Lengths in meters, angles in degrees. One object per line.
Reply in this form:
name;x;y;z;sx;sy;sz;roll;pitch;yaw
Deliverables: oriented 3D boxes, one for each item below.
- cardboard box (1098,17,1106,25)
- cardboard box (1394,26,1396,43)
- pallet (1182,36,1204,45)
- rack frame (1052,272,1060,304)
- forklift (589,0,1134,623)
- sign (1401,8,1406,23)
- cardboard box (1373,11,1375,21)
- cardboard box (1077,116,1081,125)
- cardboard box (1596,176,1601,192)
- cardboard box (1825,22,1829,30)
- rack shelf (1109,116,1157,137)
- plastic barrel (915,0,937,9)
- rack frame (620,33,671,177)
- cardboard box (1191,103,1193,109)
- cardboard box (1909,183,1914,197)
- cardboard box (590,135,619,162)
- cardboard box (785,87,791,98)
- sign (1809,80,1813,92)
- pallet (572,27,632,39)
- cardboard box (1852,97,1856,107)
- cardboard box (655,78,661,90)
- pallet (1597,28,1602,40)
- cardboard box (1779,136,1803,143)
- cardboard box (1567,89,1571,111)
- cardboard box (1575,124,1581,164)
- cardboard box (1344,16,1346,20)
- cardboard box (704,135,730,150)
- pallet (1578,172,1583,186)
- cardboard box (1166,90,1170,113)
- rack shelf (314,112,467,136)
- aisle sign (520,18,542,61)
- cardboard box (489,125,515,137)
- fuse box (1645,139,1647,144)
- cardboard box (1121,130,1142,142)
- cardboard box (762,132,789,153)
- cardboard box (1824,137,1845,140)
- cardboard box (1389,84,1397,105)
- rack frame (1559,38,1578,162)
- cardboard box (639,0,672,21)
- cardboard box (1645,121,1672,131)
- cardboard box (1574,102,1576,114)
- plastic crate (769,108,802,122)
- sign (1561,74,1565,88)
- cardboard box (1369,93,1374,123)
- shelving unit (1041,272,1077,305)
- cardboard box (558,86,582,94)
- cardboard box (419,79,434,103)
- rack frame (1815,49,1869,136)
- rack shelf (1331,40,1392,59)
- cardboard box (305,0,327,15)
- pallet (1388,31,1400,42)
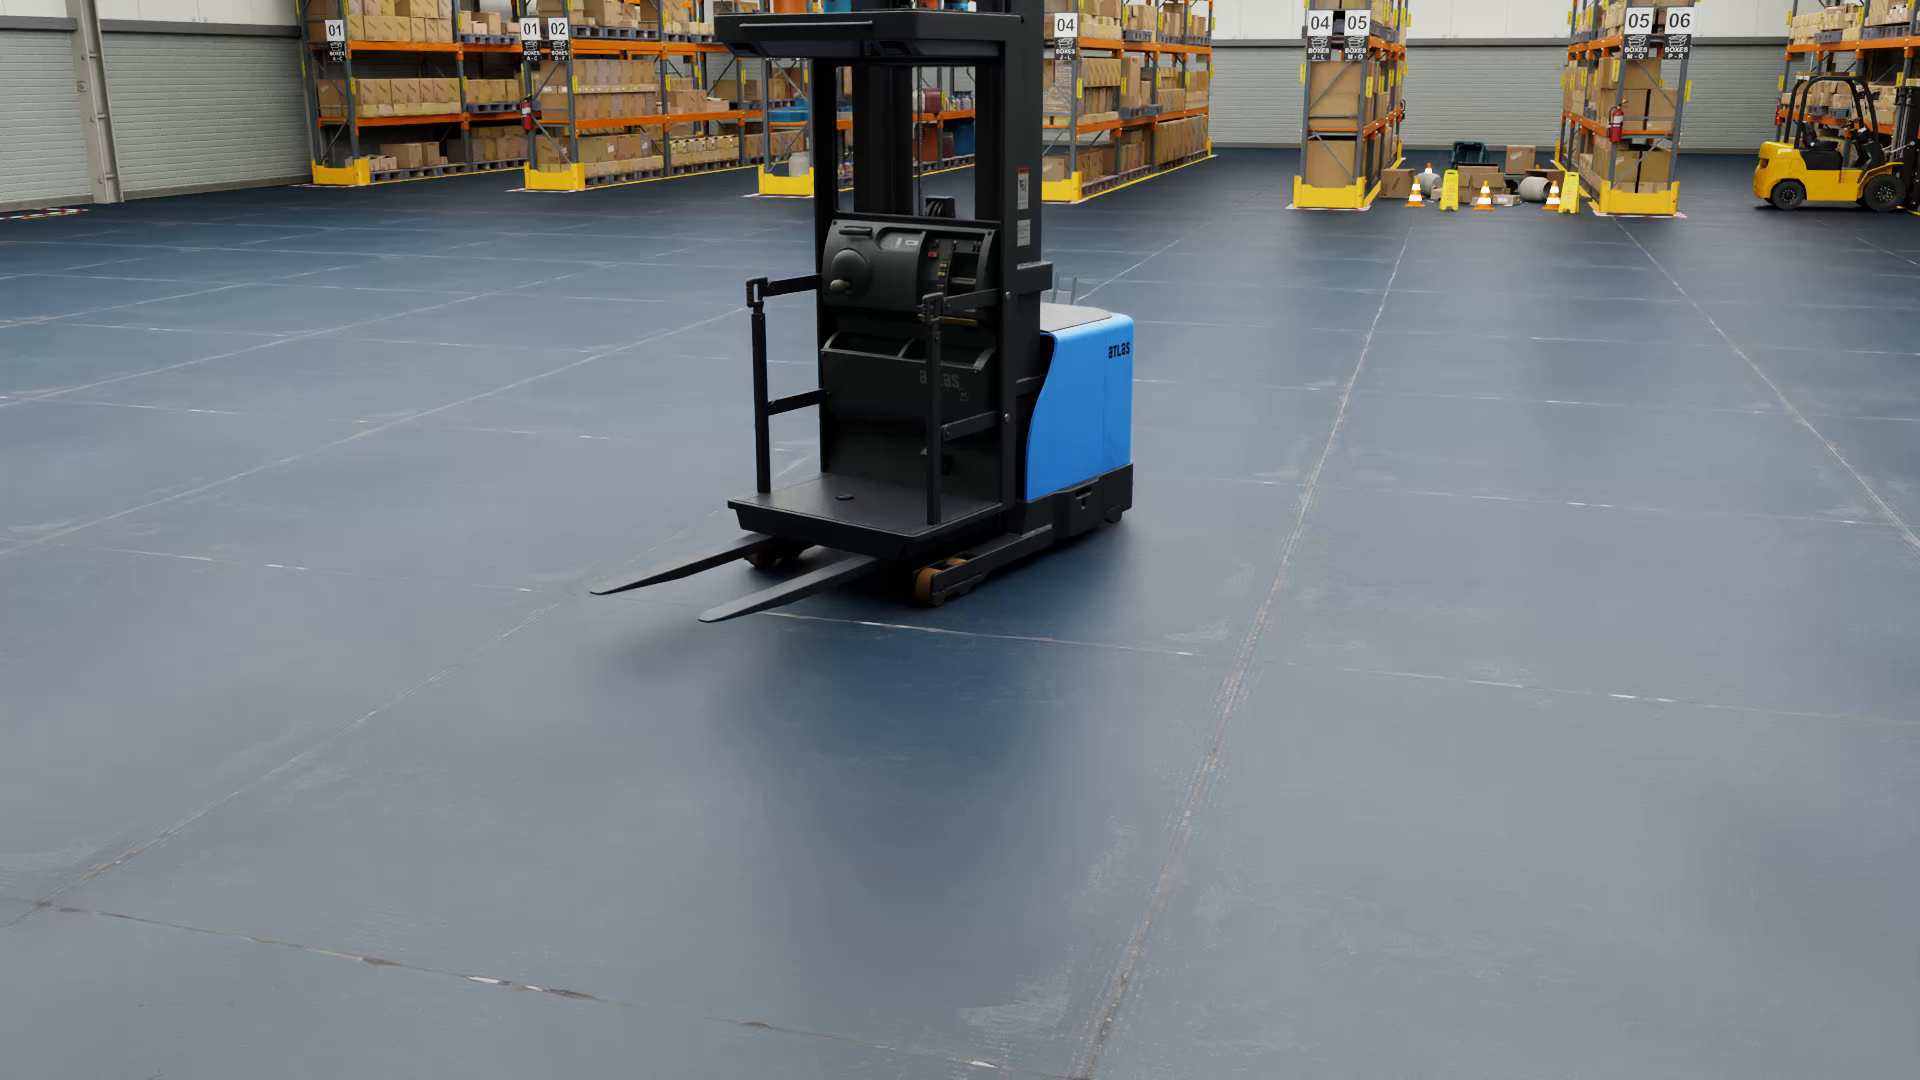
cardboard box;2.526;-9.719;31.143;0.380;0.149;0.250;5;17;18
cardboard box;9.264;-11.126;36.380;0.500;0.500;0.500;5;16;16
pallet;5.575;-12.633;42.038;1.003;0.211;1.213;5;16;16
rack frame;0.359;-0.881;9.133;0.240;1.200;0.006;11;6;35
forklift;-0.364;-1.270;7.436;1.130;2.935;3.031;11;19;34
sign;10.244;-12.130;38.430;0.100;0.325;0.005;5;16;16
cardboard box;6.920;-8.987;28.526;0.380;0.149;0.250;5;17;16
cardboard box;1.973;-7.561;29.950;0.380;0.149;0.250;5;16;16
cardboard box;11.345;-6.177;28.881;0.500;0.250;0.500;4;16;14
cardboard box;18.541;-10.876;35.186;0.380;0.149;0.250;5;17;17
rack shelf;3.279;-8.786;35.125;1.077;0.370;4.000;5;16;16
plastic barrel;-0.737;-12.039;38.224;0.600;0.830;0.708;5;16;16
rack frame;-6.786;-9.378;35.894;1.000;3.000;0.127;5;16;16
cardboard box;5.609;-10.839;41.506;0.380;0.149;0.250;4;16;14
cardboard box;16.093;-5.833;27.668;0.500;0.250;0.500;5;17;18
cardboard box;-7.287;-7.957;33.781;0.500;0.500;0.500;5;16;16
cardboard box;-4.617;-11.669;43.791;0.500;0.500;0.500;5;17;17
sign;18.723;-10.006;36.522;0.100;0.325;0.005;5;16;16
pallet;-7.352;-10.235;33.582;1.003;0.211;1.213;5;16;16
cardboard box;17.724;-8.576;32.426;0.500;0.250;0.500;5;16;16
cardboard box;-8.684;-12.520;46.425;0.980;0.700;0.700;4;16;13
pallet;12.781;-9.618;31.587;1.213;0.211;1.003;5;16;16
cardboard box;20.117;-9.444;39.933;0.797;0.503;0.637;4;16;14
cardboard box;14.642;-10.390;39.280;0.500;0.500;0.500;4;16;15
cardboard box;14.386;-8.944;37.491;0.875;0.875;0.875;5;17;18
cardboard box;6.936;-9.633;30.805;0.380;0.149;0.250;5;17;16
cardboard box;-5.704;-9.281;38.794;0.500;0.311;0.500;4;16;15
pallet;13.125;-7.341;33.823;1.003;0.211;1.213;5;16;16
cardboard box;4.533;-10.079;38.182;0.500;0.500;0.500;4;16;15
rack shelf;-12.105;-8.892;35.499;1.077;0.370;4.000;5;16;16
aisle sign;-8.223;-9.587;31.870;0.394;0.787;0.004;5;16;16
cardboard box;-10.918;-9.706;39.451;0.500;0.250;0.500;5;16;16
fuse box;19.175;-11.636;46.216;0.539;1.711;0.414;5;16;16
cardboard box;3.686;-8.847;36.425;0.500;0.250;0.500;5;17;18
cardboard box;-4.670;-10.069;42.105;0.500;0.500;0.500;5;17;17
cardboard box;18.650;-8.506;35.442;0.380;0.149;0.250;5;16;16
cardboard box;10.093;-10.592;39.446;0.500;0.500;0.500;4;16;15
rack frame;15.622;-10.979;41.542;1.000;3.000;0.127;5;16;16
cardboard box;-6.573;-11.470;35.904;0.500;0.500;0.500;5;17;17
cardboard box;11.370;-6.745;27.075;0.380;0.149;0.250;5;16;16
cardboard box;13.801;-9.498;36.593;0.500;0.250;0.500;4;16;15
plastic crate;-3.320;-8.029;31.411;0.499;0.251;0.616;5;16;16
sign;15.092;-11.479;41.570;0.100;0.325;0.005;5;16;16
cardboard box;7.209;-8.026;30.856;0.875;0.550;0.550;5;16;16
shelving unit;0.412;-0.880;9.208;0.258;1.200;0.189;11;6;35
cardboard box;-7.605;-8.777;32.406;0.380;0.149;0.250;5;16;15
cardboard box;-11.664;-9.649;35.717;0.500;0.500;0.500;4;16;14
rack frame;19.245;-9.549;36.499;1.000;3.000;0.127;5;16;16
rack shelf;8.006;-9.818;33.267;1.077;0.370;4.000;5;16;16
cardboard box;-12.802;-10.829;33.463;0.500;0.500;0.500;5;17;18
pallet;8.442;-10.424;34.431;1.213;0.211;1.003;5;17;18
